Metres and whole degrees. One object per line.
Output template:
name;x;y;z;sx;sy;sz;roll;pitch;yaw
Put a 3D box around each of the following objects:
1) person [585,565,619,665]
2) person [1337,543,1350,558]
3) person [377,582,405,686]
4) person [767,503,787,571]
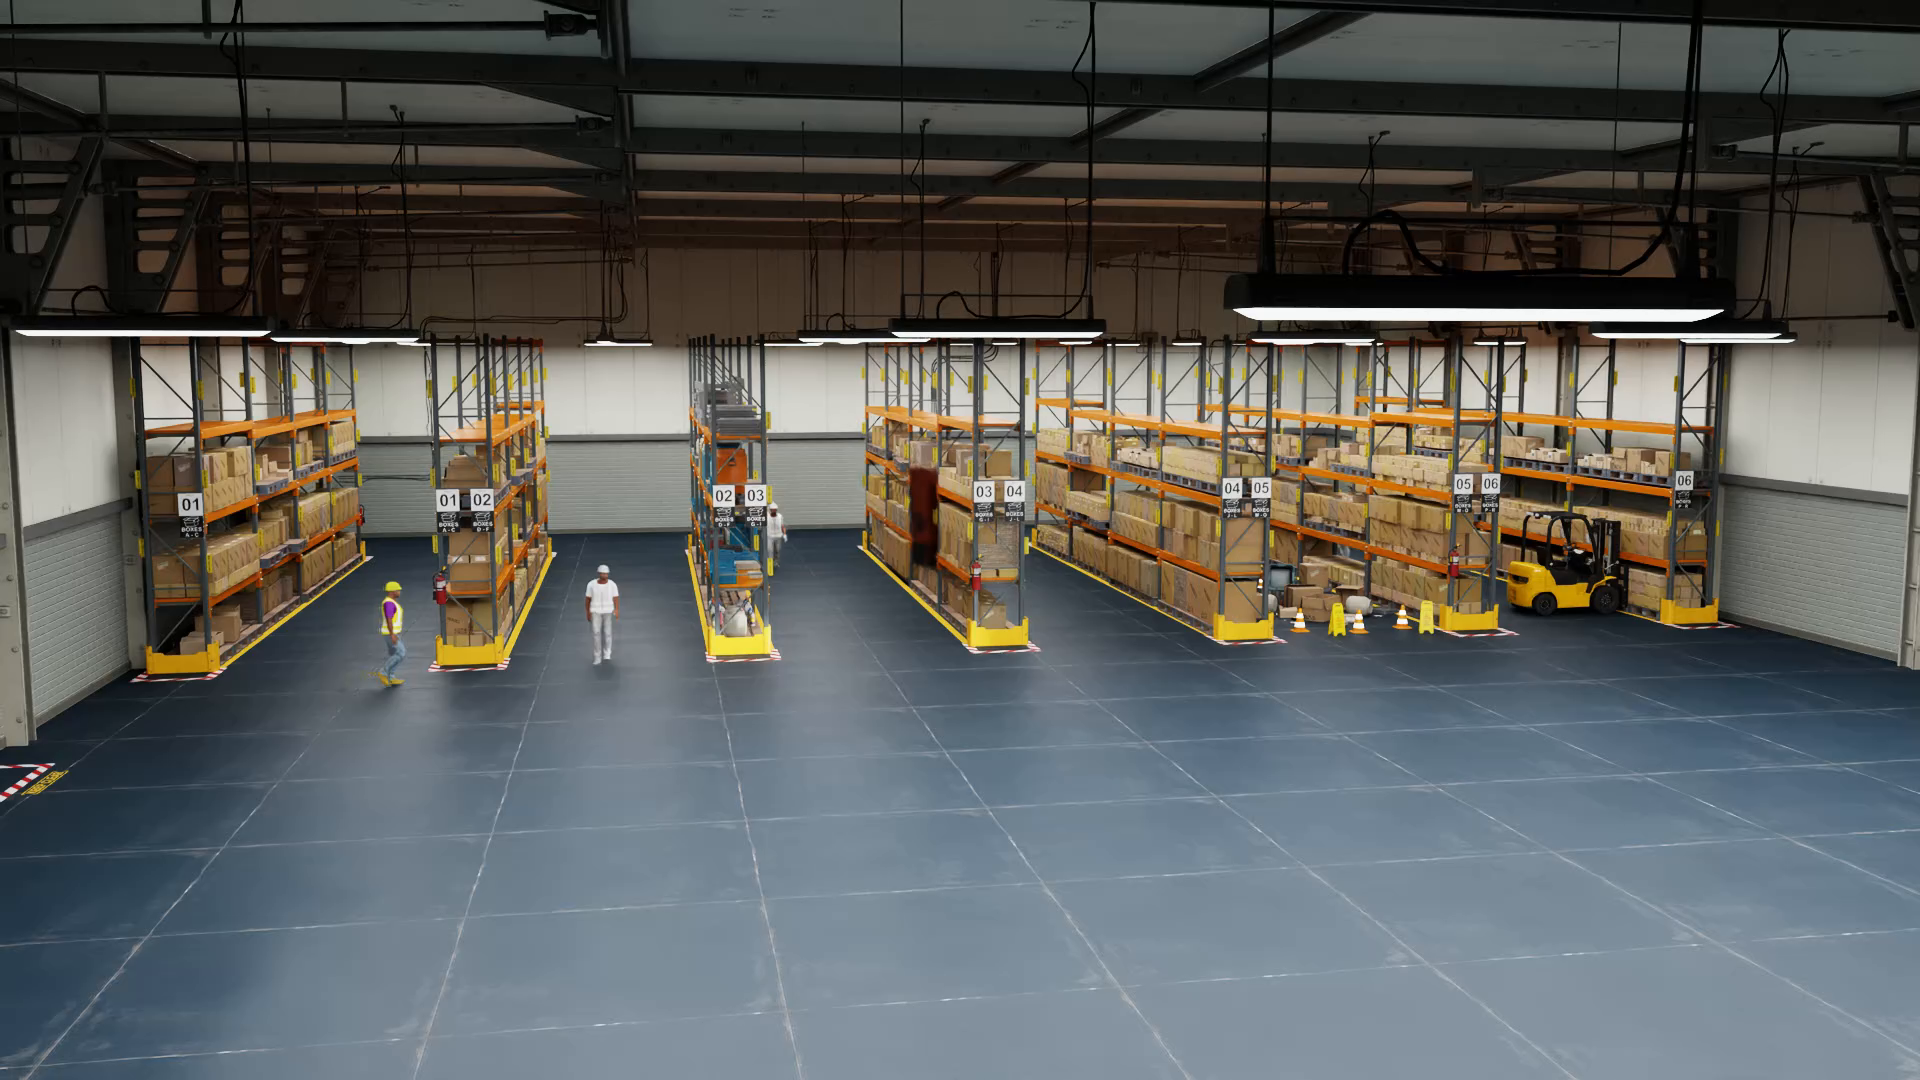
person;-6.554;1.370;30.525;0.595;1.789;0.685;-2;7;-16
person;10.265;-0.181;44.385;0.519;1.707;0.367;-5;8;-35
person;-9.694;1.593;28.295;0.480;1.763;0.604;-2;7;-15
person;-4.795;-0.089;43.024;0.609;1.711;1.087;-2;7;-15
